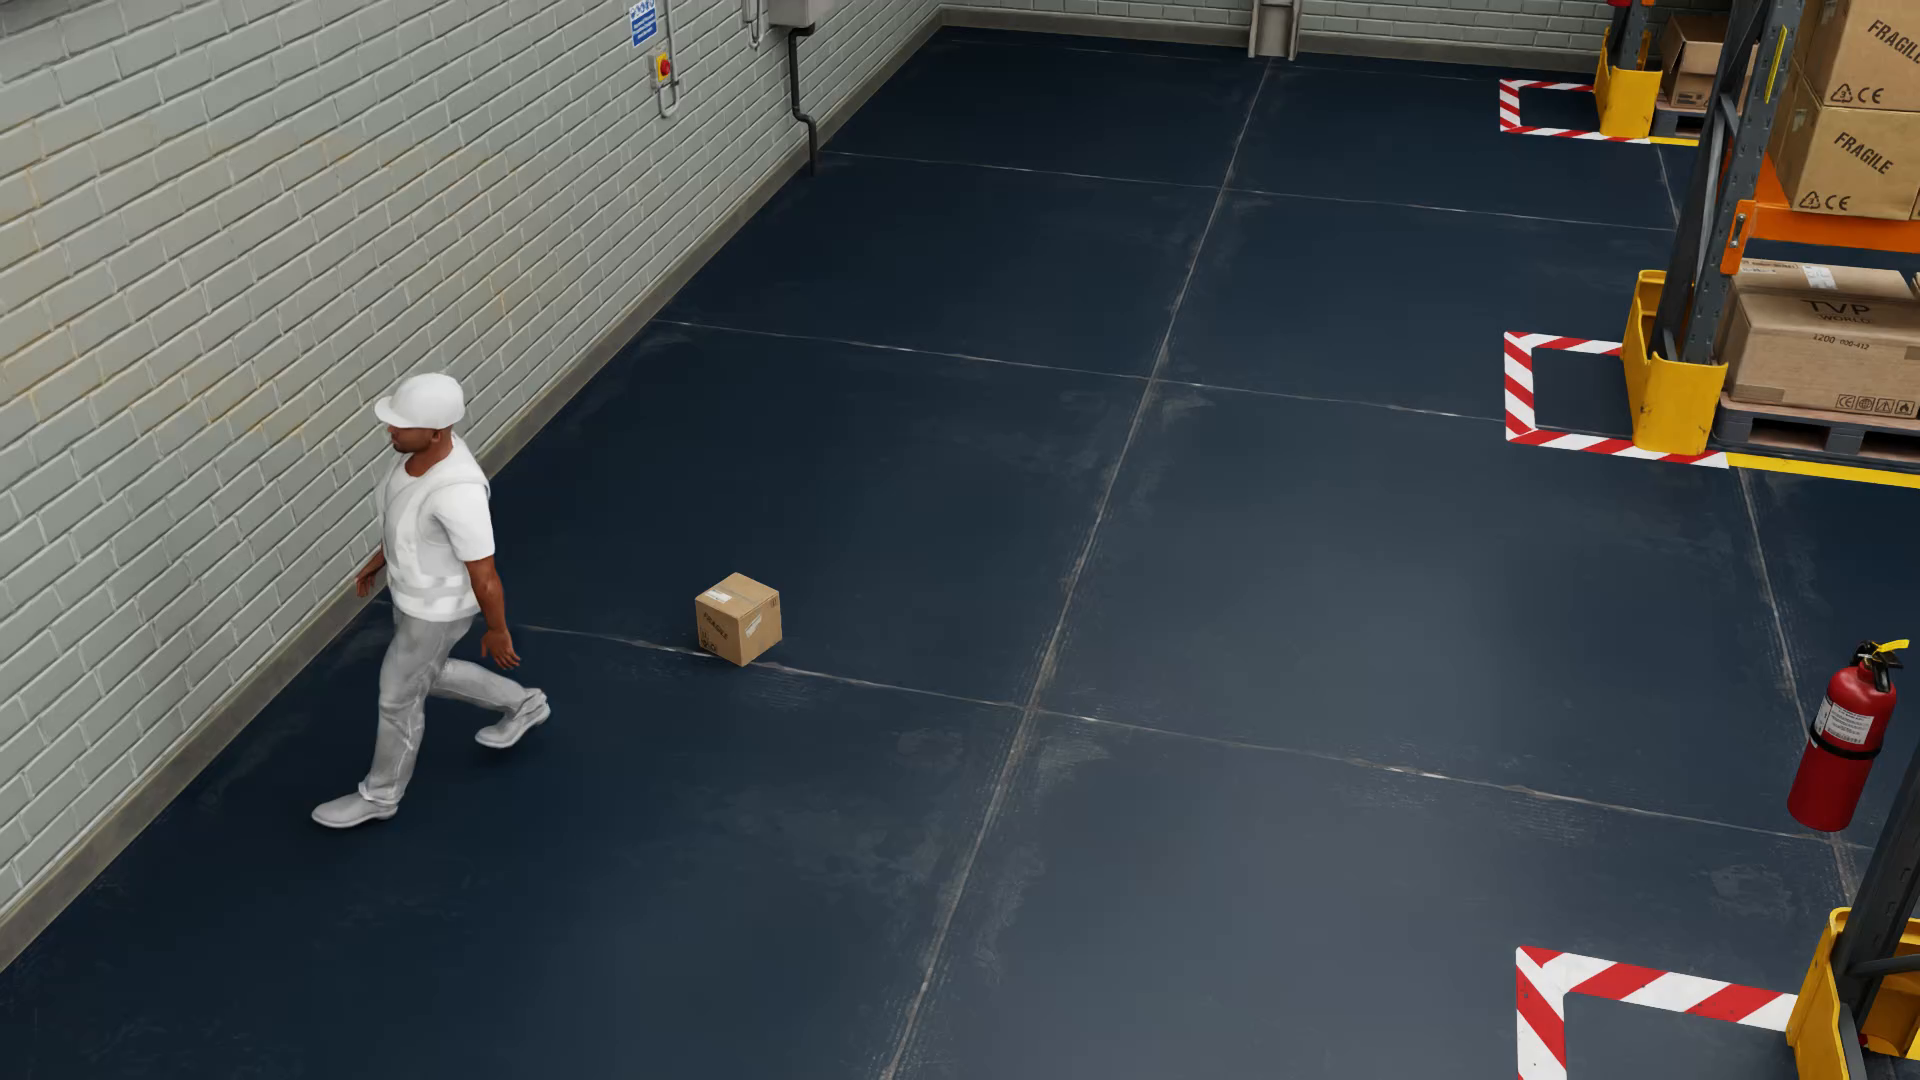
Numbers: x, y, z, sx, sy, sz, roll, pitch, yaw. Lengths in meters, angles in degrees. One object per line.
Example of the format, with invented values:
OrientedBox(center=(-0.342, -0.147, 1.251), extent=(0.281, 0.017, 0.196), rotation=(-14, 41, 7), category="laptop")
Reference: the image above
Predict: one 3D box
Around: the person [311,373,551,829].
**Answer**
OrientedBox(center=(-1.971, 0.209, 5.844), extent=(0.933, 1.705, 0.622), rotation=(-16, 36, -24), category="person")
